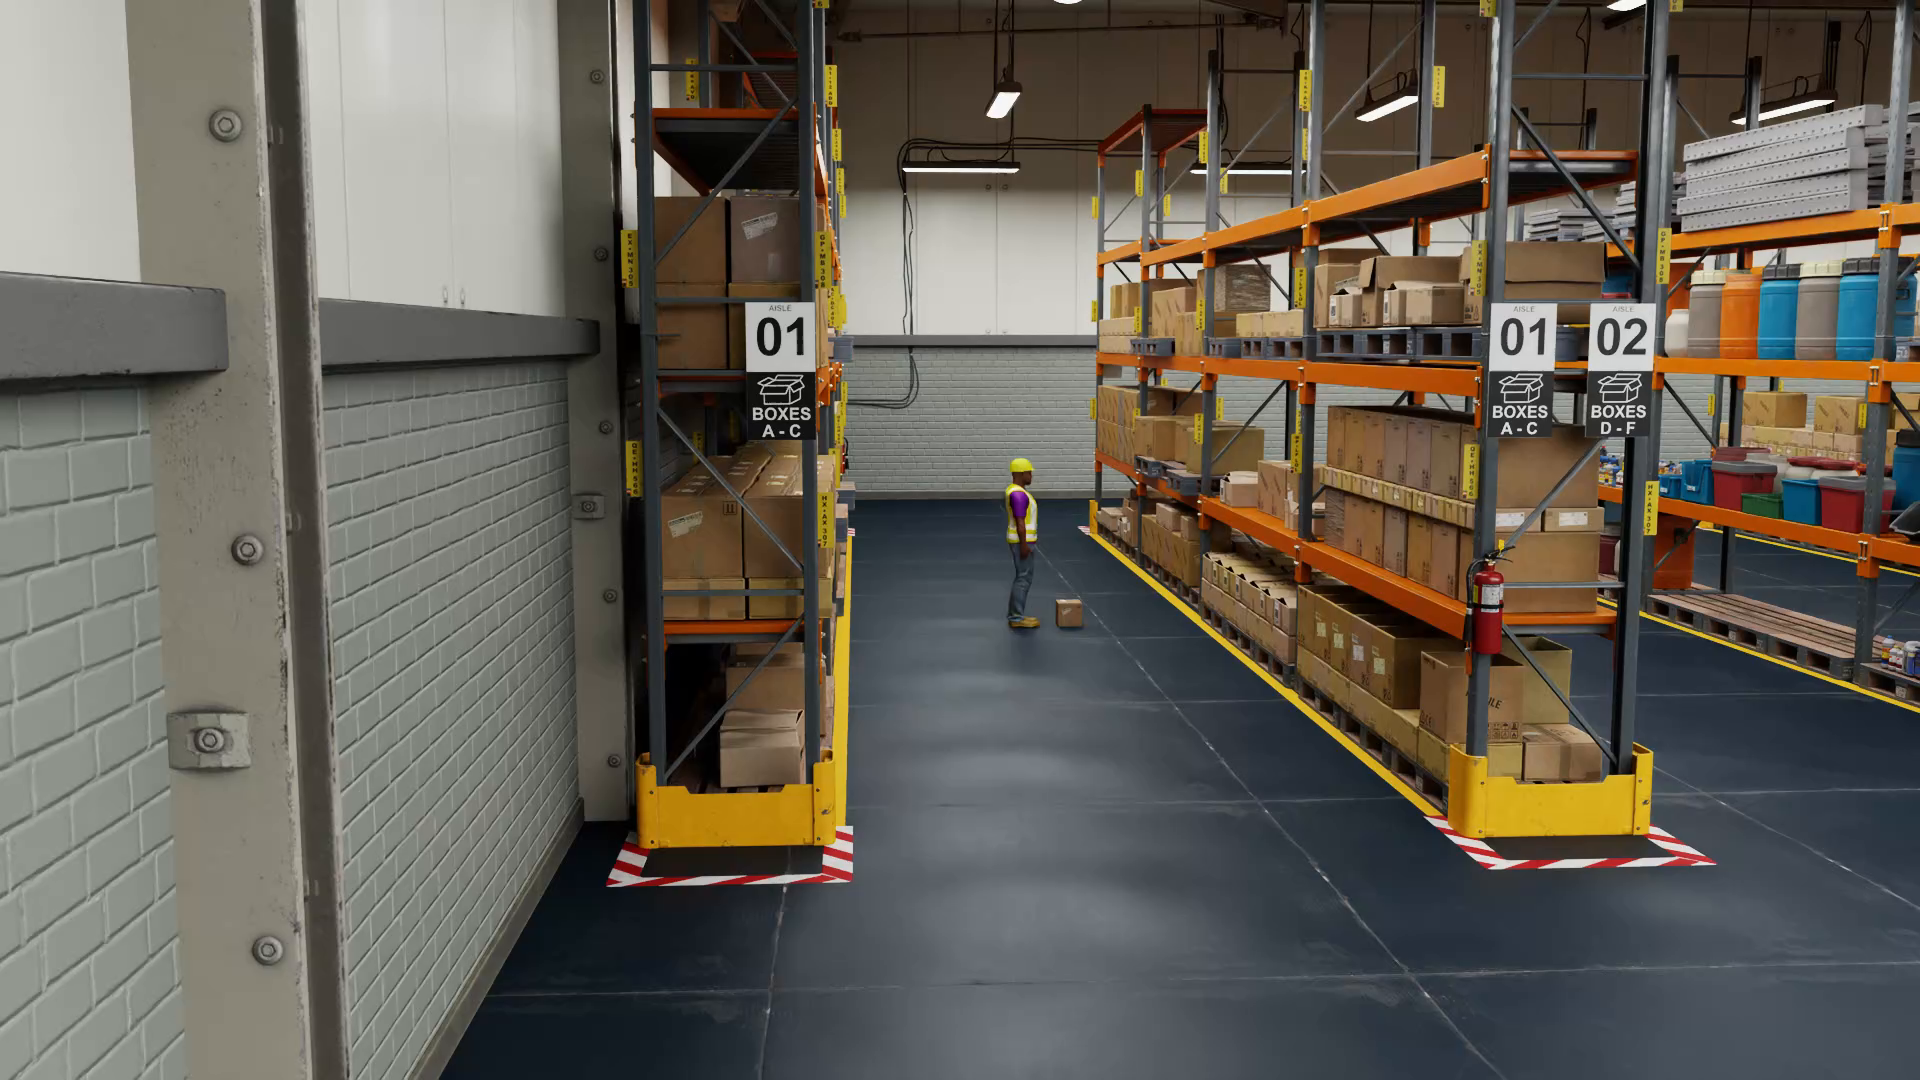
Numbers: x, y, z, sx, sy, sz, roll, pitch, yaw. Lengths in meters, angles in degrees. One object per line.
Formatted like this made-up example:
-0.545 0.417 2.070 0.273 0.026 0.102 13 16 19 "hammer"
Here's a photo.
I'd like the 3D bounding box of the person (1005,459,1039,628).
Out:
0.647 0.026 17.449 0.356 1.759 0.563 0 7 -2 "person"
